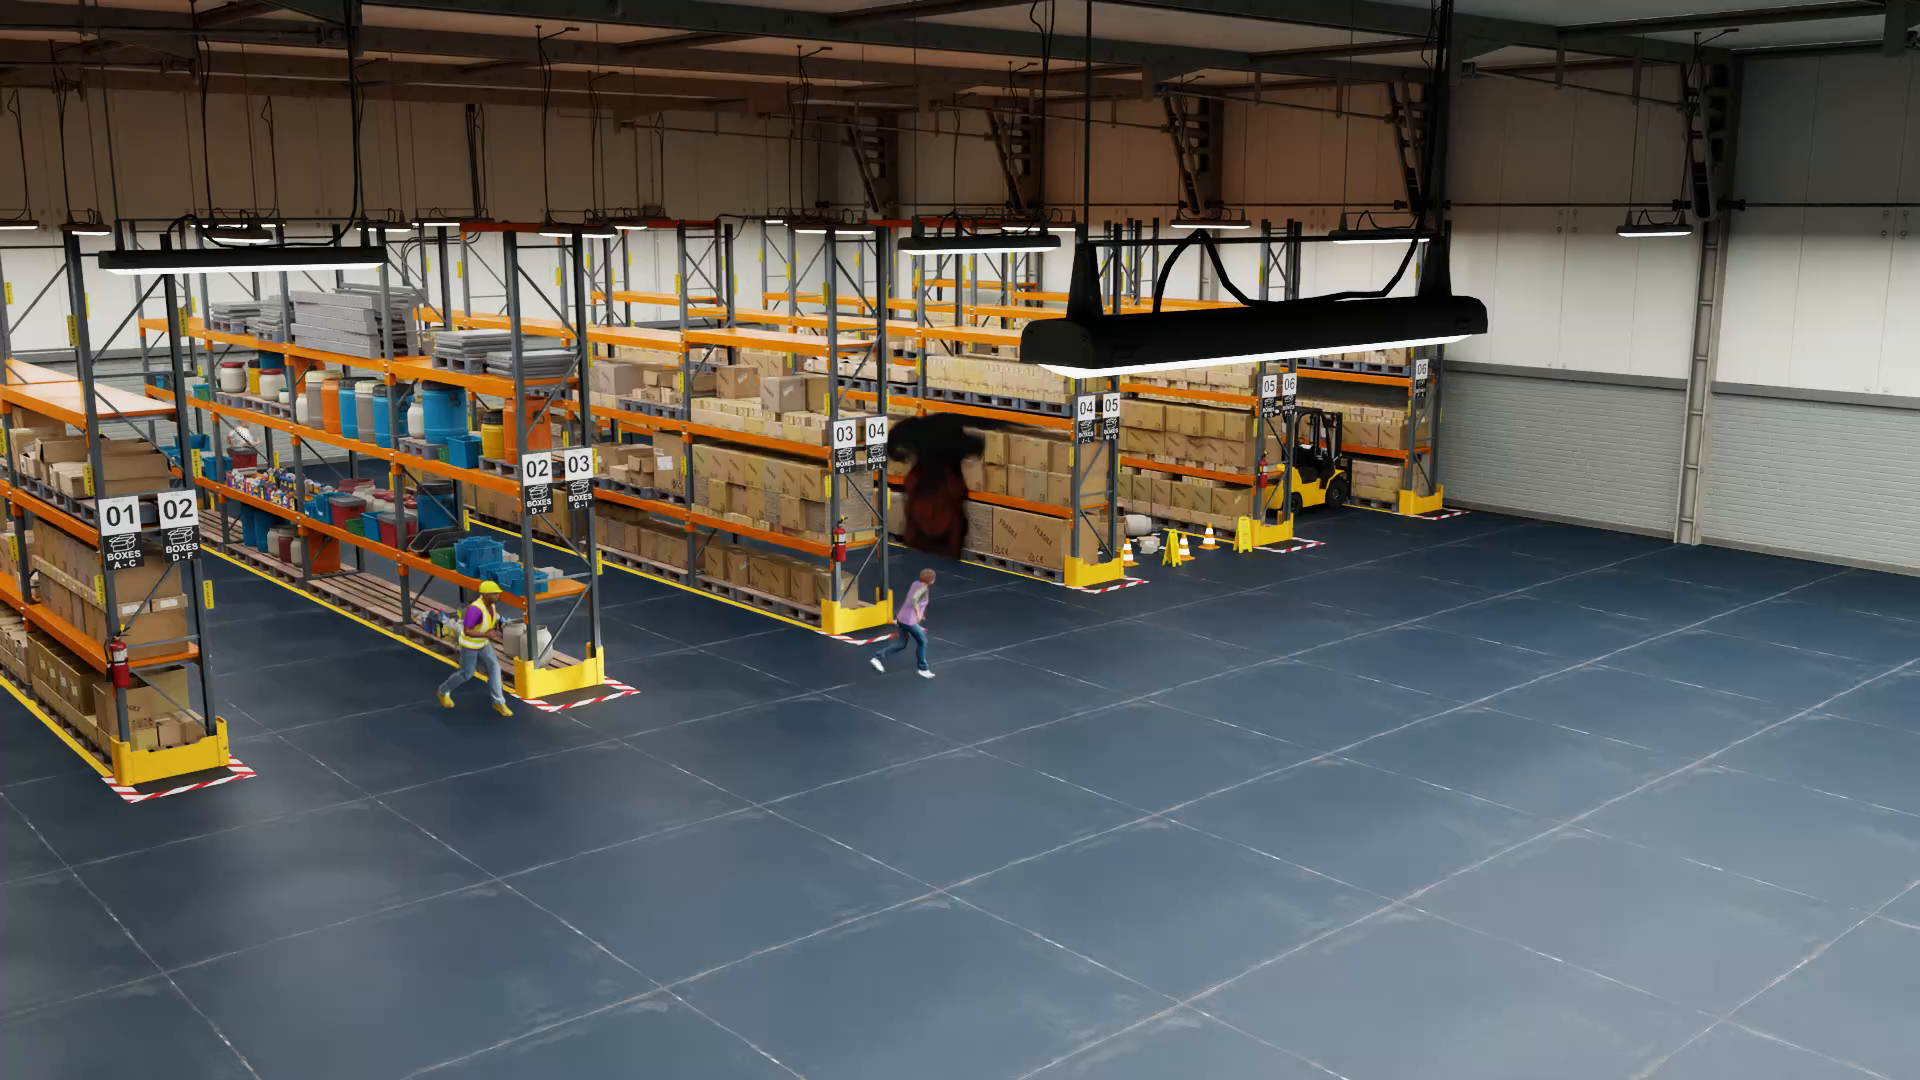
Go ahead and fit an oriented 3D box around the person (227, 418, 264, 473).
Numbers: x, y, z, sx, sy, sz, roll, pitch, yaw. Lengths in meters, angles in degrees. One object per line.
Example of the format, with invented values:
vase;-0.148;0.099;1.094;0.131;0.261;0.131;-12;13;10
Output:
person;-15.667;-1.805;36.344;0.888;1.833;0.649;-8;14;-33

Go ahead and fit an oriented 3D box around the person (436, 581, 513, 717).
person;-6.131;1.350;20.900;1.052;1.732;0.731;3;12;13

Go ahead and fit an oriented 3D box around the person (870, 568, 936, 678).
person;-0.761;1.161;22.365;0.911;1.547;0.569;-3;12;-13
